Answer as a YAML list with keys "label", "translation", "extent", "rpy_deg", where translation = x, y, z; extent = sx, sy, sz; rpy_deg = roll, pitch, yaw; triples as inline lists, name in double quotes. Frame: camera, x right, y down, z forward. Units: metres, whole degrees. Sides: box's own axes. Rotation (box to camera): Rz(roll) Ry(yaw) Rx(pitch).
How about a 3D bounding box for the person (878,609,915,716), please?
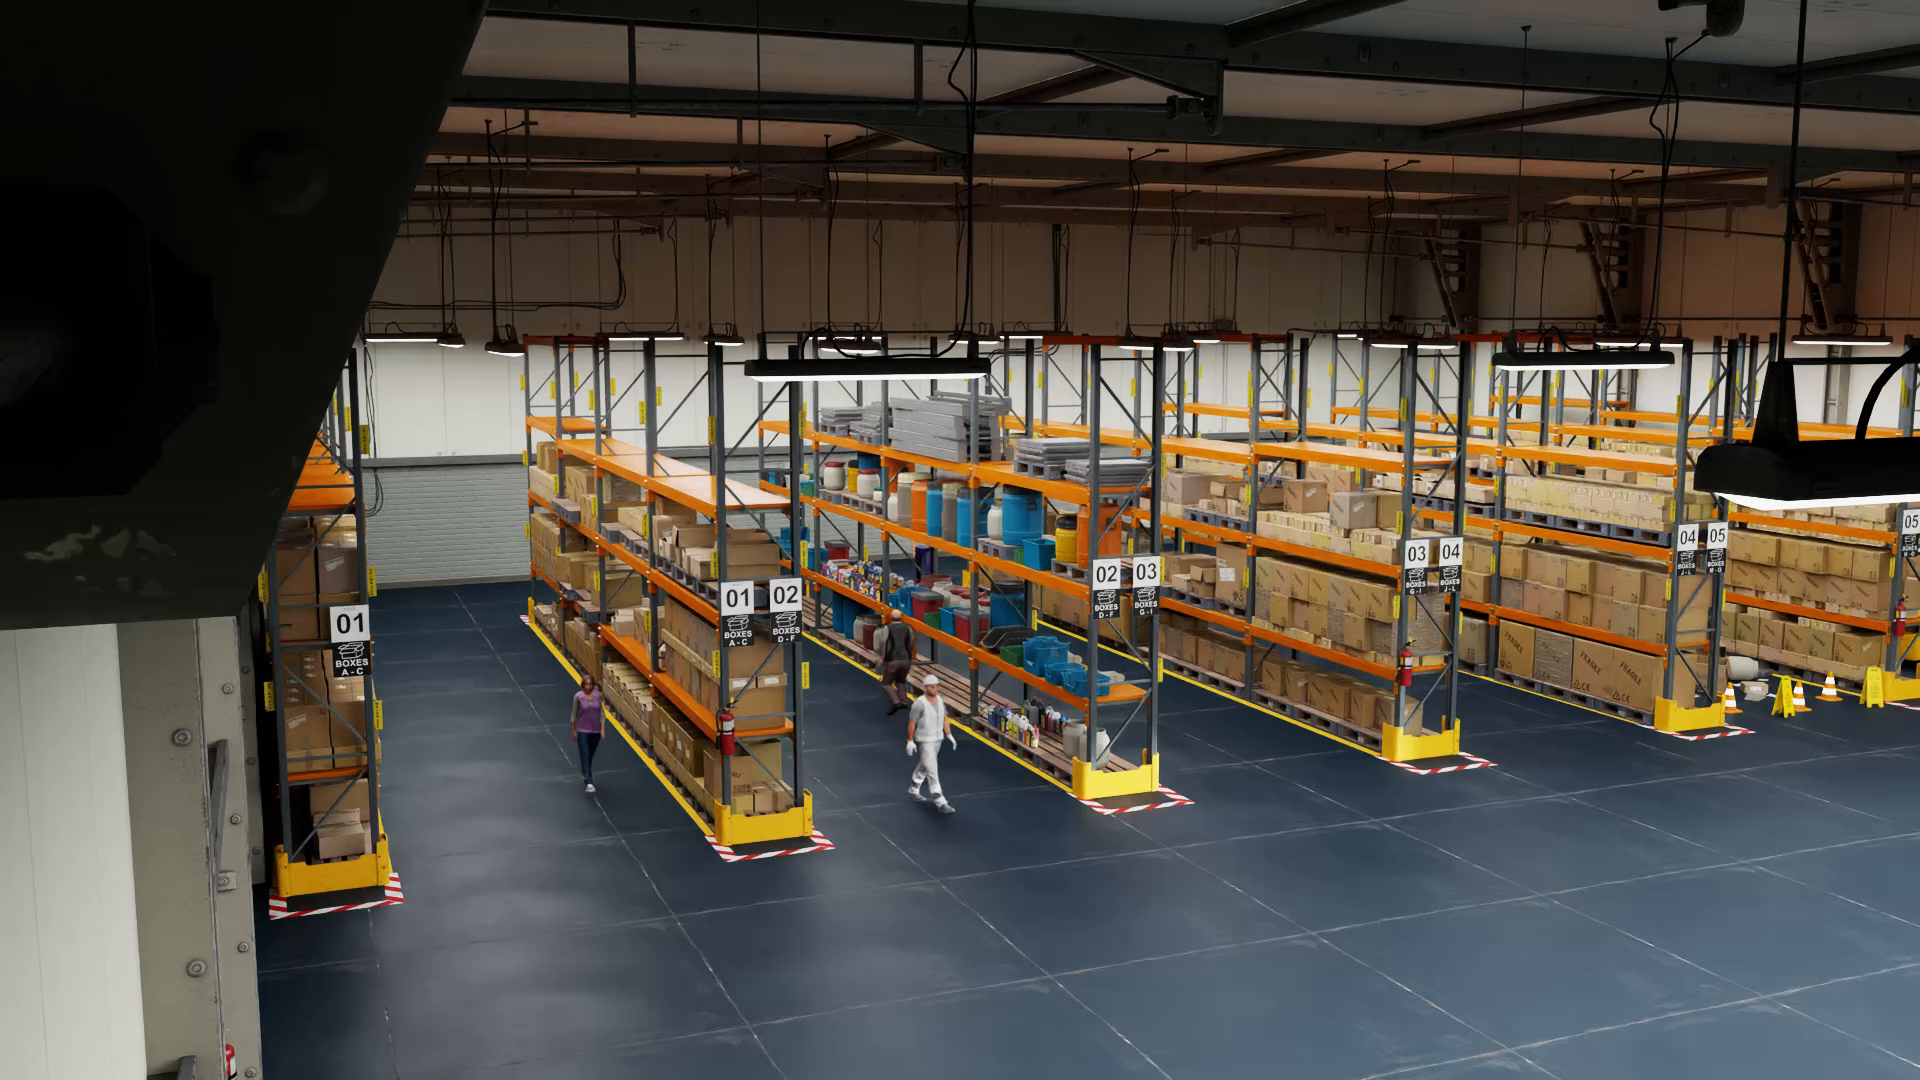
- label: "person"
  translation: [-0.991, 1.919, 26.037]
  extent: [0.643, 1.604, 0.751]
  rpy_deg: [-3, 8, -21]

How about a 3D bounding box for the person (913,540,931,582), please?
- label: "person"
  translation: [-0.874, 0.302, 39.258]
  extent: [0.493, 1.596, 0.986]
  rpy_deg: [0, 8, -3]

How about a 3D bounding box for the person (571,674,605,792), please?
- label: "person"
  translation: [-4.976, 2.584, 22.377]
  extent: [0.434, 1.532, 0.967]
  rpy_deg: [-5, 9, -34]

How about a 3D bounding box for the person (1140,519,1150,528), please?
- label: "person"
  translation: [4.807, -0.170, 42.542]
  extent: [0.459, 1.669, 0.617]
  rpy_deg: [4, 9, 27]

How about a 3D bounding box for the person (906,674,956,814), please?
- label: "person"
  translation: [-0.325, 2.595, 21.457]
  extent: [1.039, 1.731, 0.559]
  rpy_deg: [6, 10, 40]
